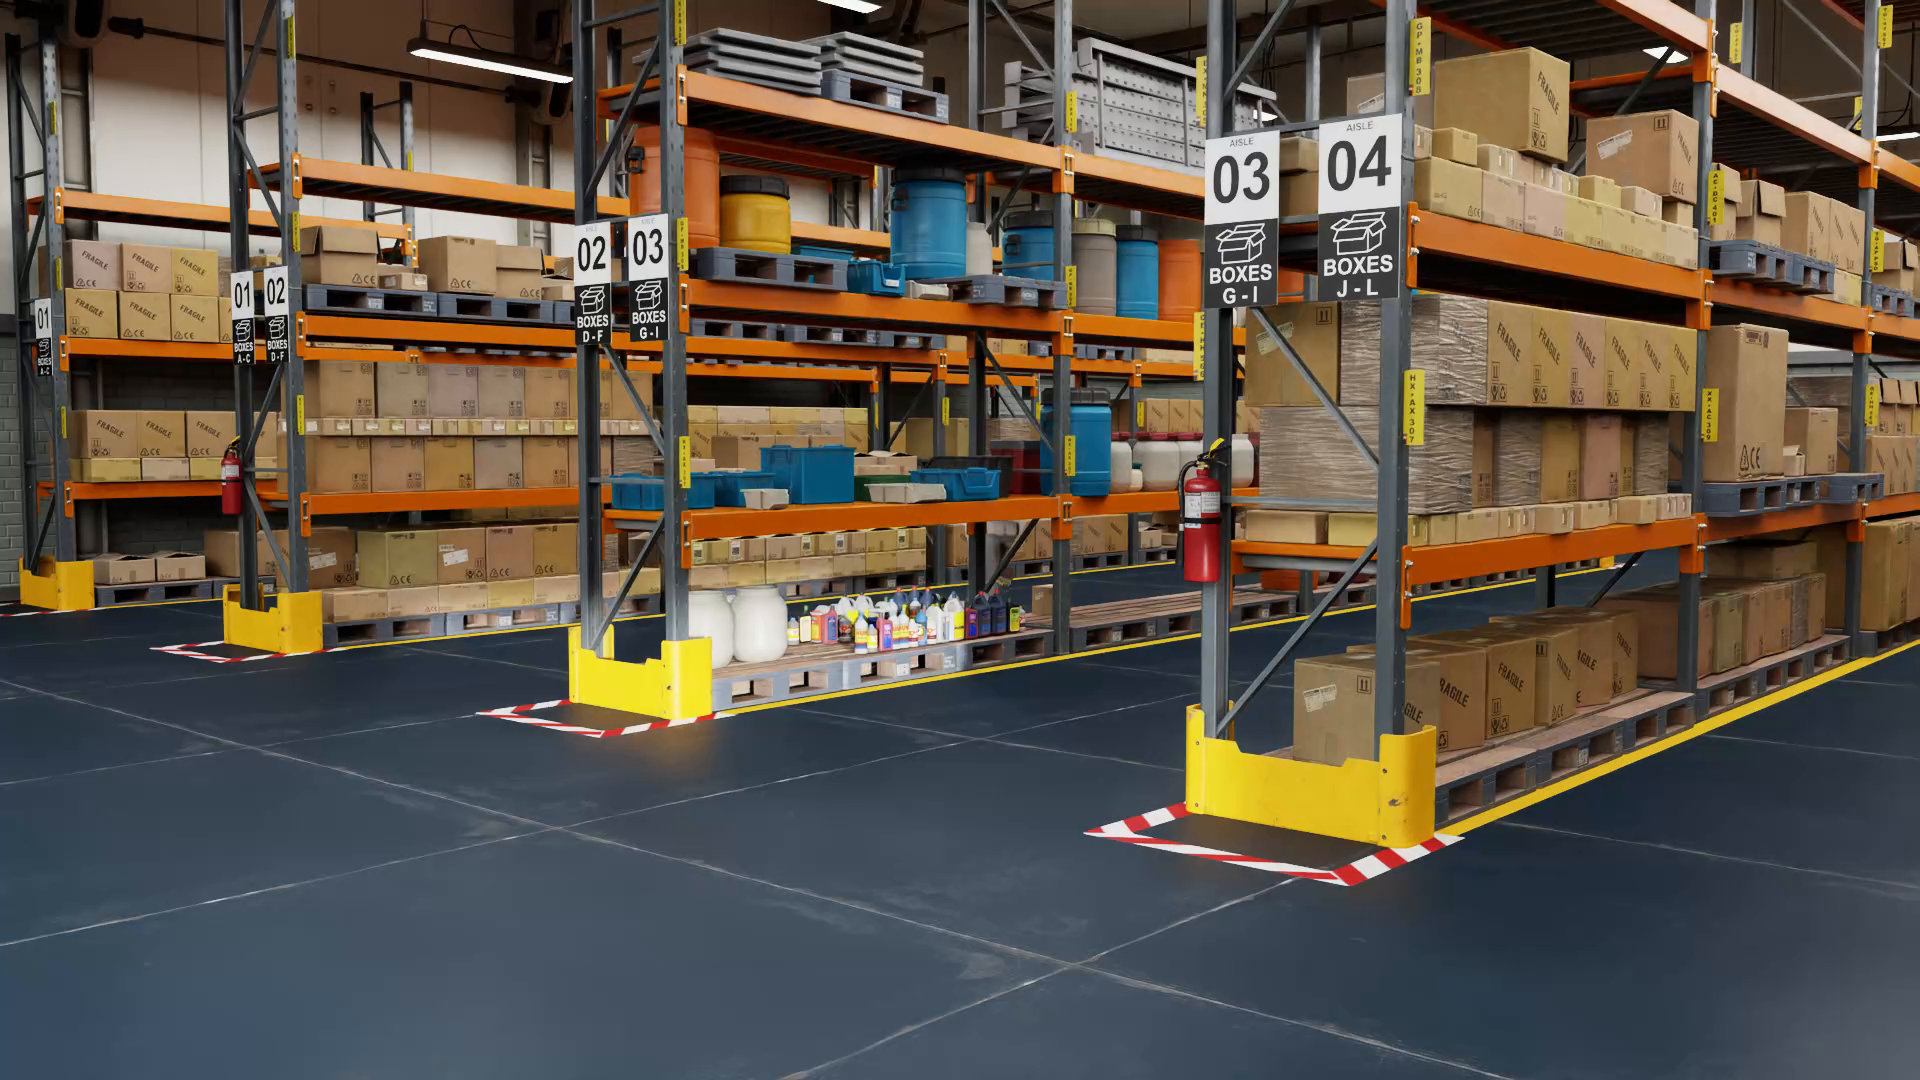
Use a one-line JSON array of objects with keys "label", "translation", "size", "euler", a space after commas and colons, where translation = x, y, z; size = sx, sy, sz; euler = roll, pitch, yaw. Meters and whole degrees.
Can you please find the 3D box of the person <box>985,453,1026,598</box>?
[{"label": "person", "translation": [0.377, -0.020, 15.684], "size": [0.506, 1.626, 0.898], "euler": [-2, 4, -24]}]
